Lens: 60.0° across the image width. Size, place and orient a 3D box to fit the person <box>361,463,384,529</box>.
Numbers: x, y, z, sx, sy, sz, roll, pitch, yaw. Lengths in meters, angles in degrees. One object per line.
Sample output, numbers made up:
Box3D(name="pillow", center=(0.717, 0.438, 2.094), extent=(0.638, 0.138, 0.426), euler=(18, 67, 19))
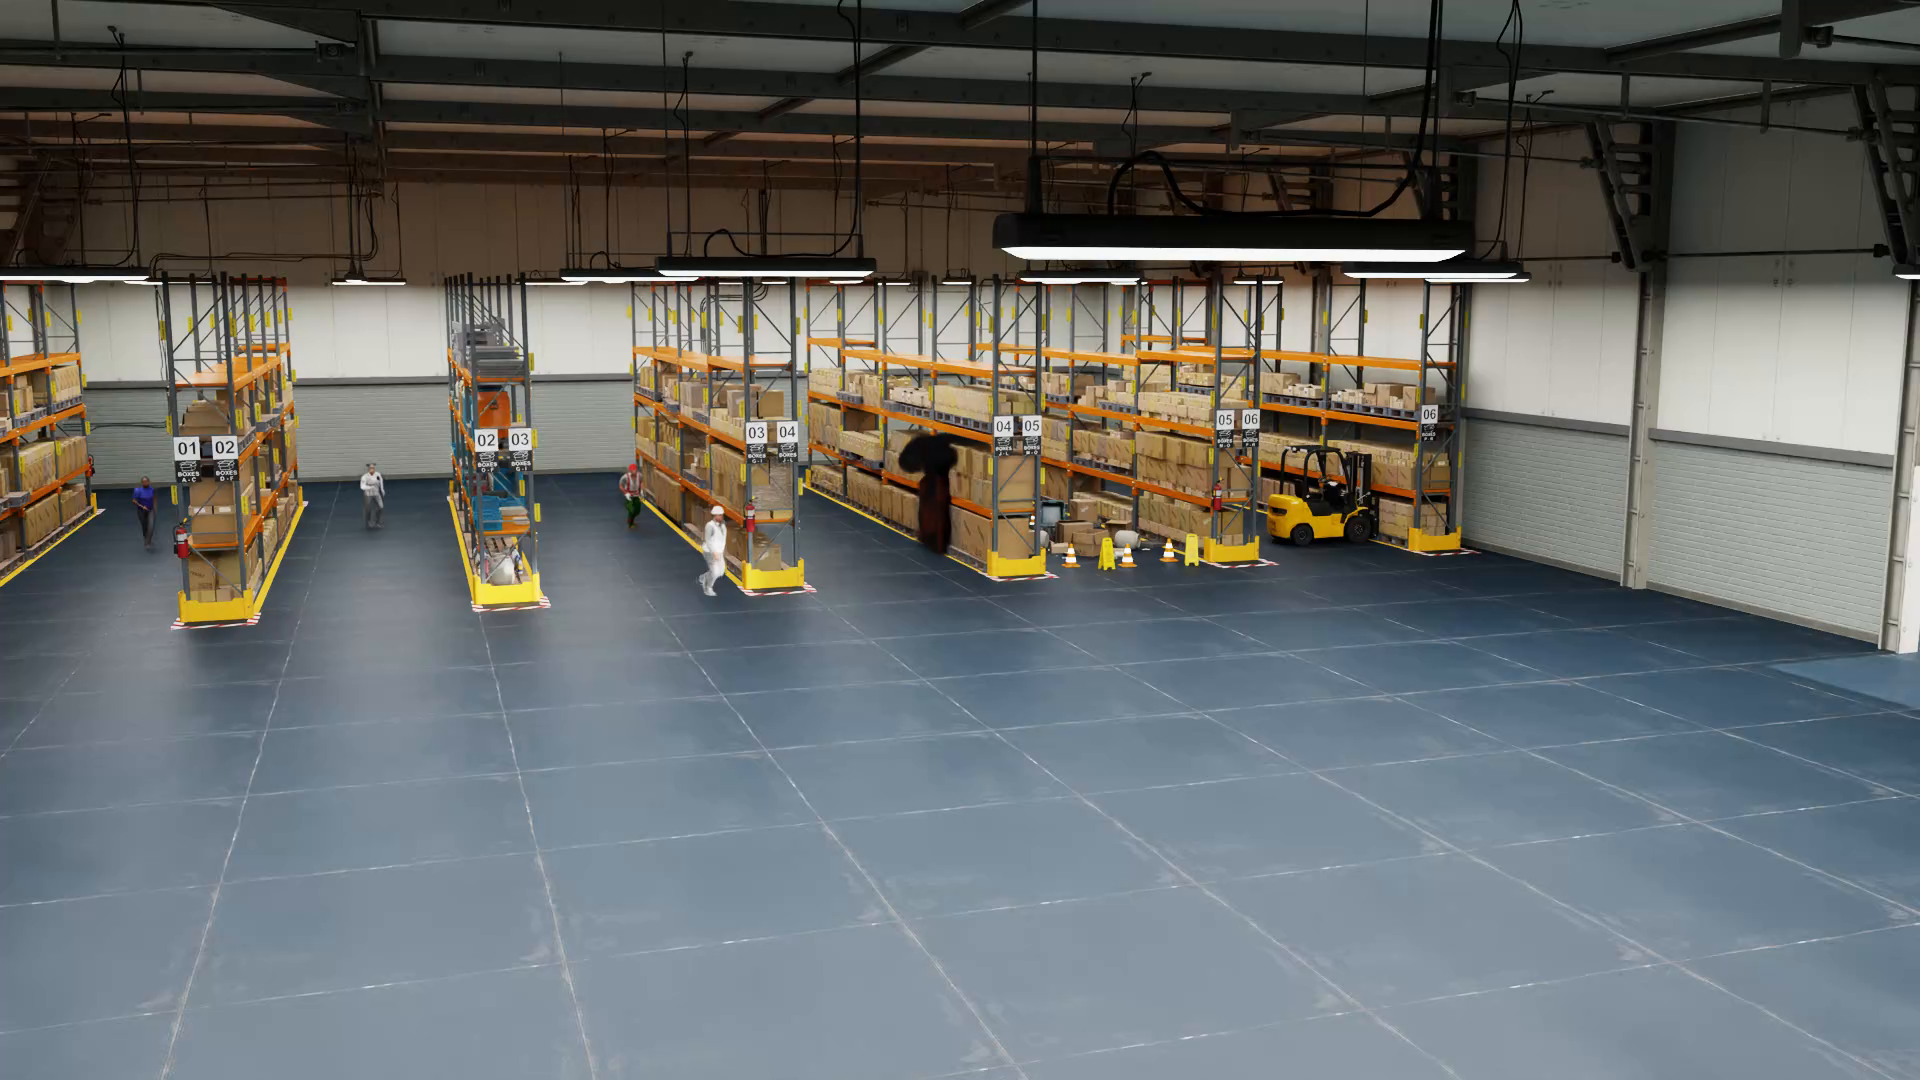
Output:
Box3D(name="person", center=(-14.057, -1.067, 39.809), extent=(0.610, 1.615, 0.912), euler=(-6, 10, -34))

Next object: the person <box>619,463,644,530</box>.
Box3D(name="person", center=(-7.830, -1.048, 39.621), extent=(0.667, 1.622, 0.942), euler=(-7, 11, -38))

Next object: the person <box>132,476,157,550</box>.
Box3D(name="person", center=(-18.017, -0.617, 36.768), extent=(0.556, 1.630, 0.799), euler=(-6, 11, -36))

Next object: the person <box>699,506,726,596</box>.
Box3D(name="person", center=(-4.663, 0.194, 31.228), extent=(0.718, 1.707, 0.642), euler=(4, 10, 26))
